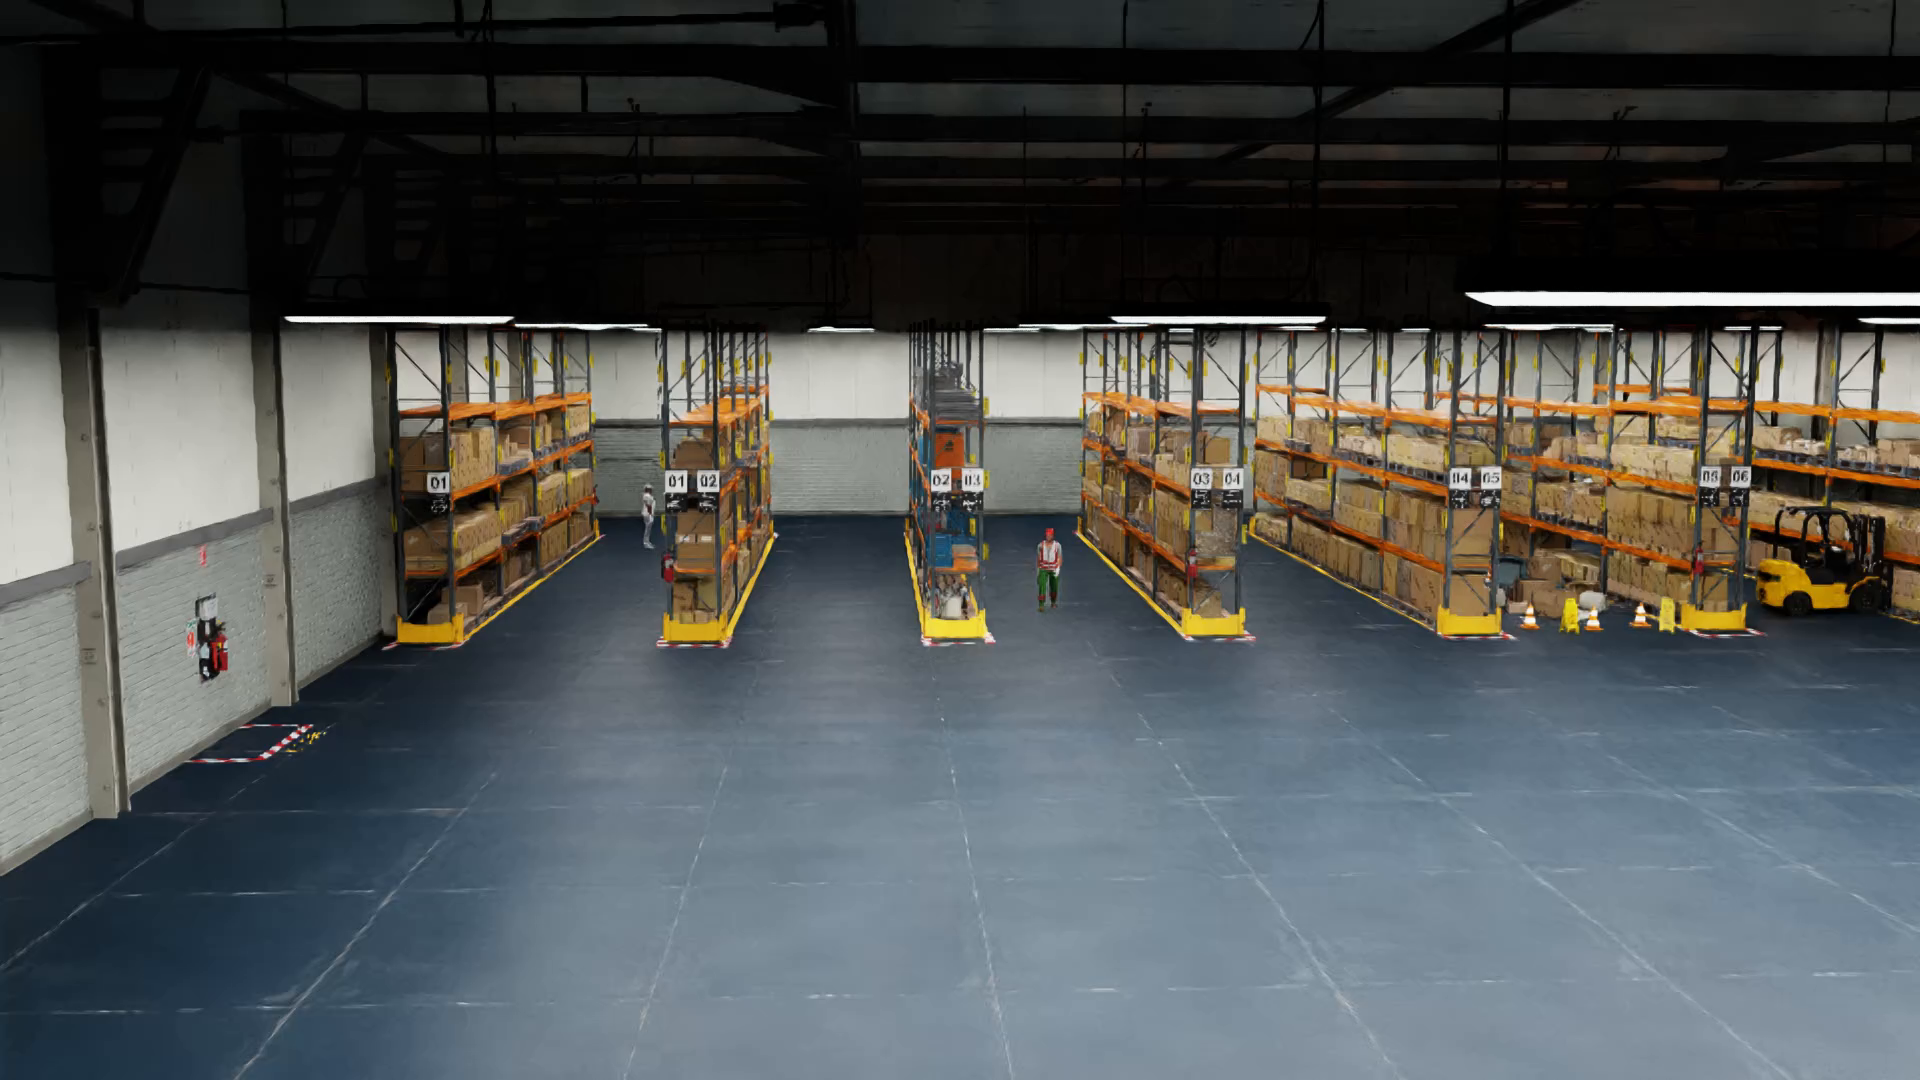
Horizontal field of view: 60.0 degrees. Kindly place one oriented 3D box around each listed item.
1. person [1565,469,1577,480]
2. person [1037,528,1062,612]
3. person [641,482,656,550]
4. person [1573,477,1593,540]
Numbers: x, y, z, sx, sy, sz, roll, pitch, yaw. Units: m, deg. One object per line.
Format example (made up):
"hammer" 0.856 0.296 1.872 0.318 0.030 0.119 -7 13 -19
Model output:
"person" 18.559 -1.337 50.425 0.453 1.659 0.631 -4 8 -31
"person" 1.857 0.601 34.476 0.533 1.728 1.036 1 7 5
"person" -8.301 -0.660 44.361 0.407 1.786 0.668 -3 7 -20
"person" 17.401 -0.859 46.208 0.572 1.767 0.738 0 7 2
